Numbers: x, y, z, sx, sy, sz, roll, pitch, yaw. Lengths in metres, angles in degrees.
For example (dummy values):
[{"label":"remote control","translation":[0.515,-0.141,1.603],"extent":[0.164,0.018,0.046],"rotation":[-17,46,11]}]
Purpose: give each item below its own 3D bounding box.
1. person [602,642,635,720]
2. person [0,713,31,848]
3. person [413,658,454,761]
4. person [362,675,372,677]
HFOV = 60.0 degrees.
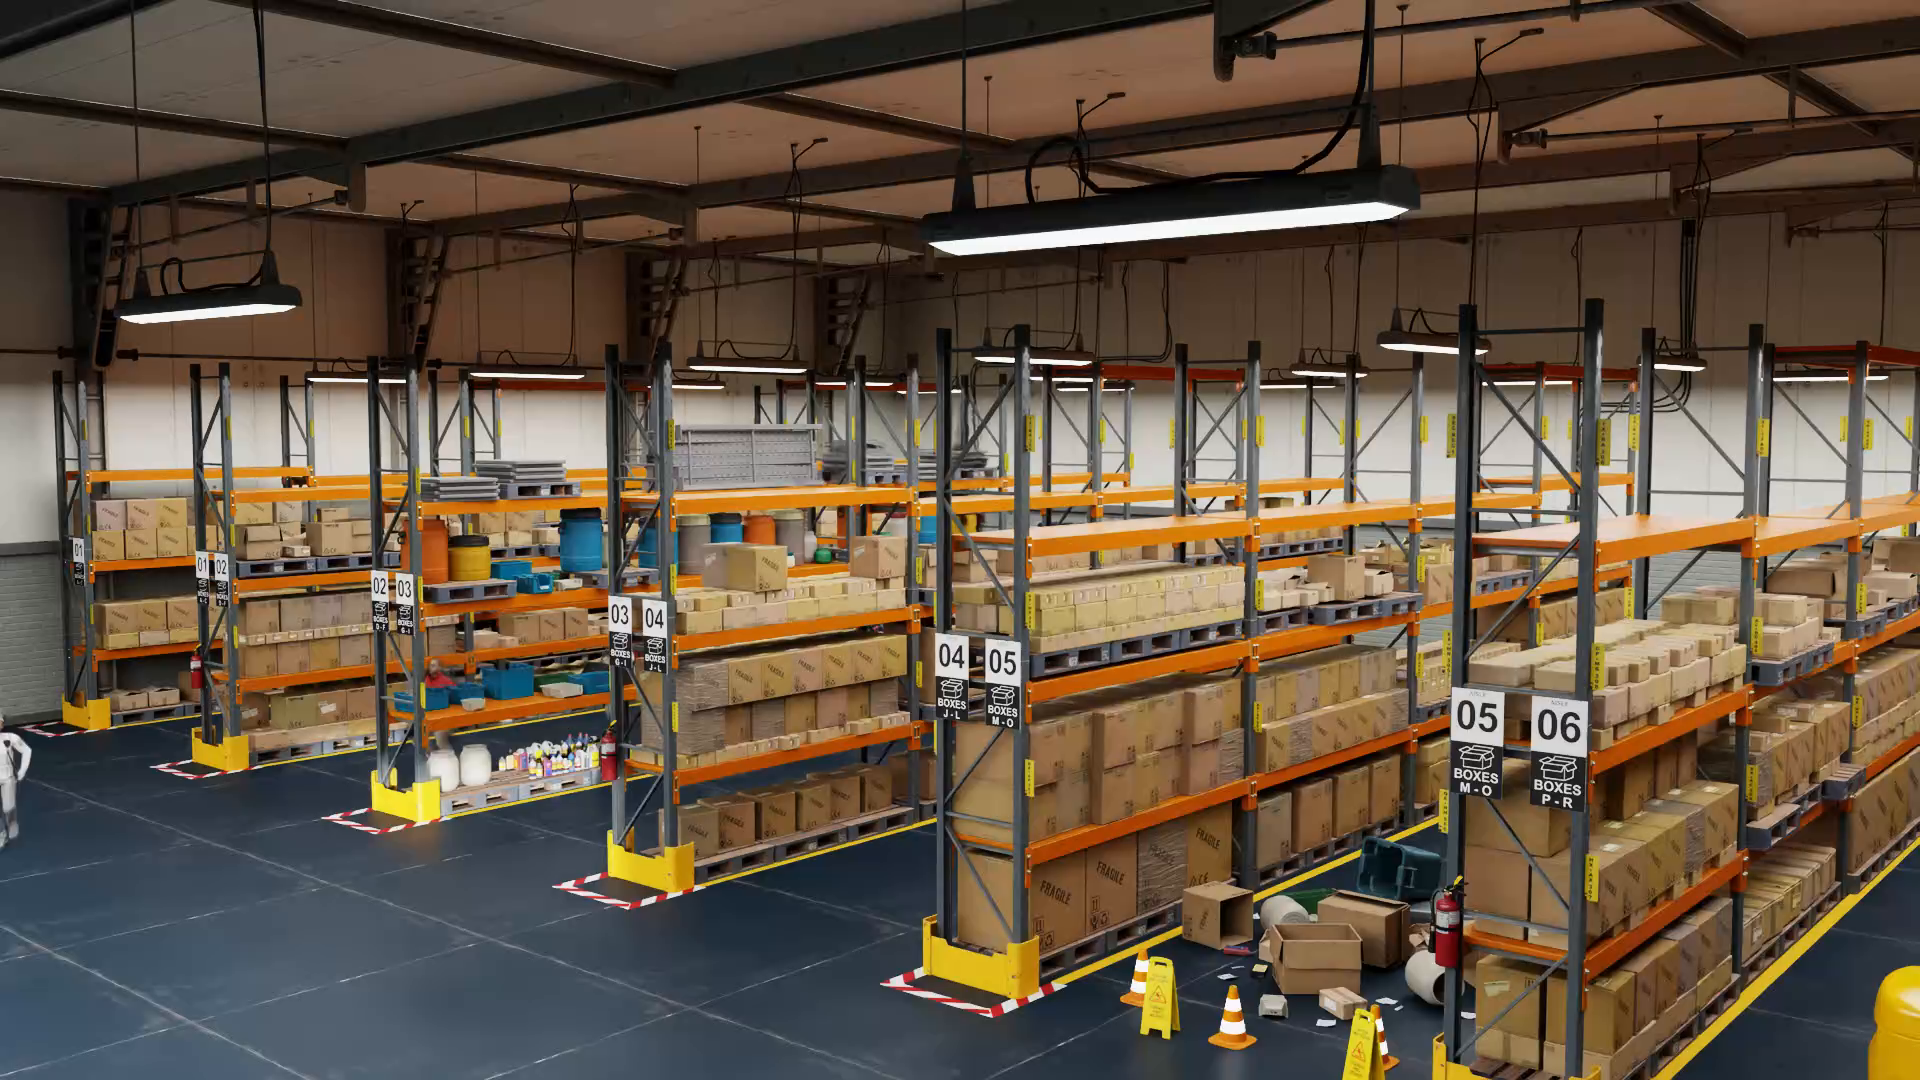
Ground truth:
[{"label":"person","translation":[-5.573,2.427,26.685],"extent":[0.571,1.651,0.665],"rotation":[3,5,32]},{"label":"person","translation":[-11.571,2.889,19.977],"extent":[0.624,1.667,0.526],"rotation":[-2,4,-23]},{"label":"person","translation":[-7.613,2.580,24.056],"extent":[0.636,1.747,0.713],"rotation":[2,4,21]},{"label":"person","translation":[-10.232,2.177,28.841],"extent":[0.703,1.747,0.992],"rotation":[2,5,26]}]
